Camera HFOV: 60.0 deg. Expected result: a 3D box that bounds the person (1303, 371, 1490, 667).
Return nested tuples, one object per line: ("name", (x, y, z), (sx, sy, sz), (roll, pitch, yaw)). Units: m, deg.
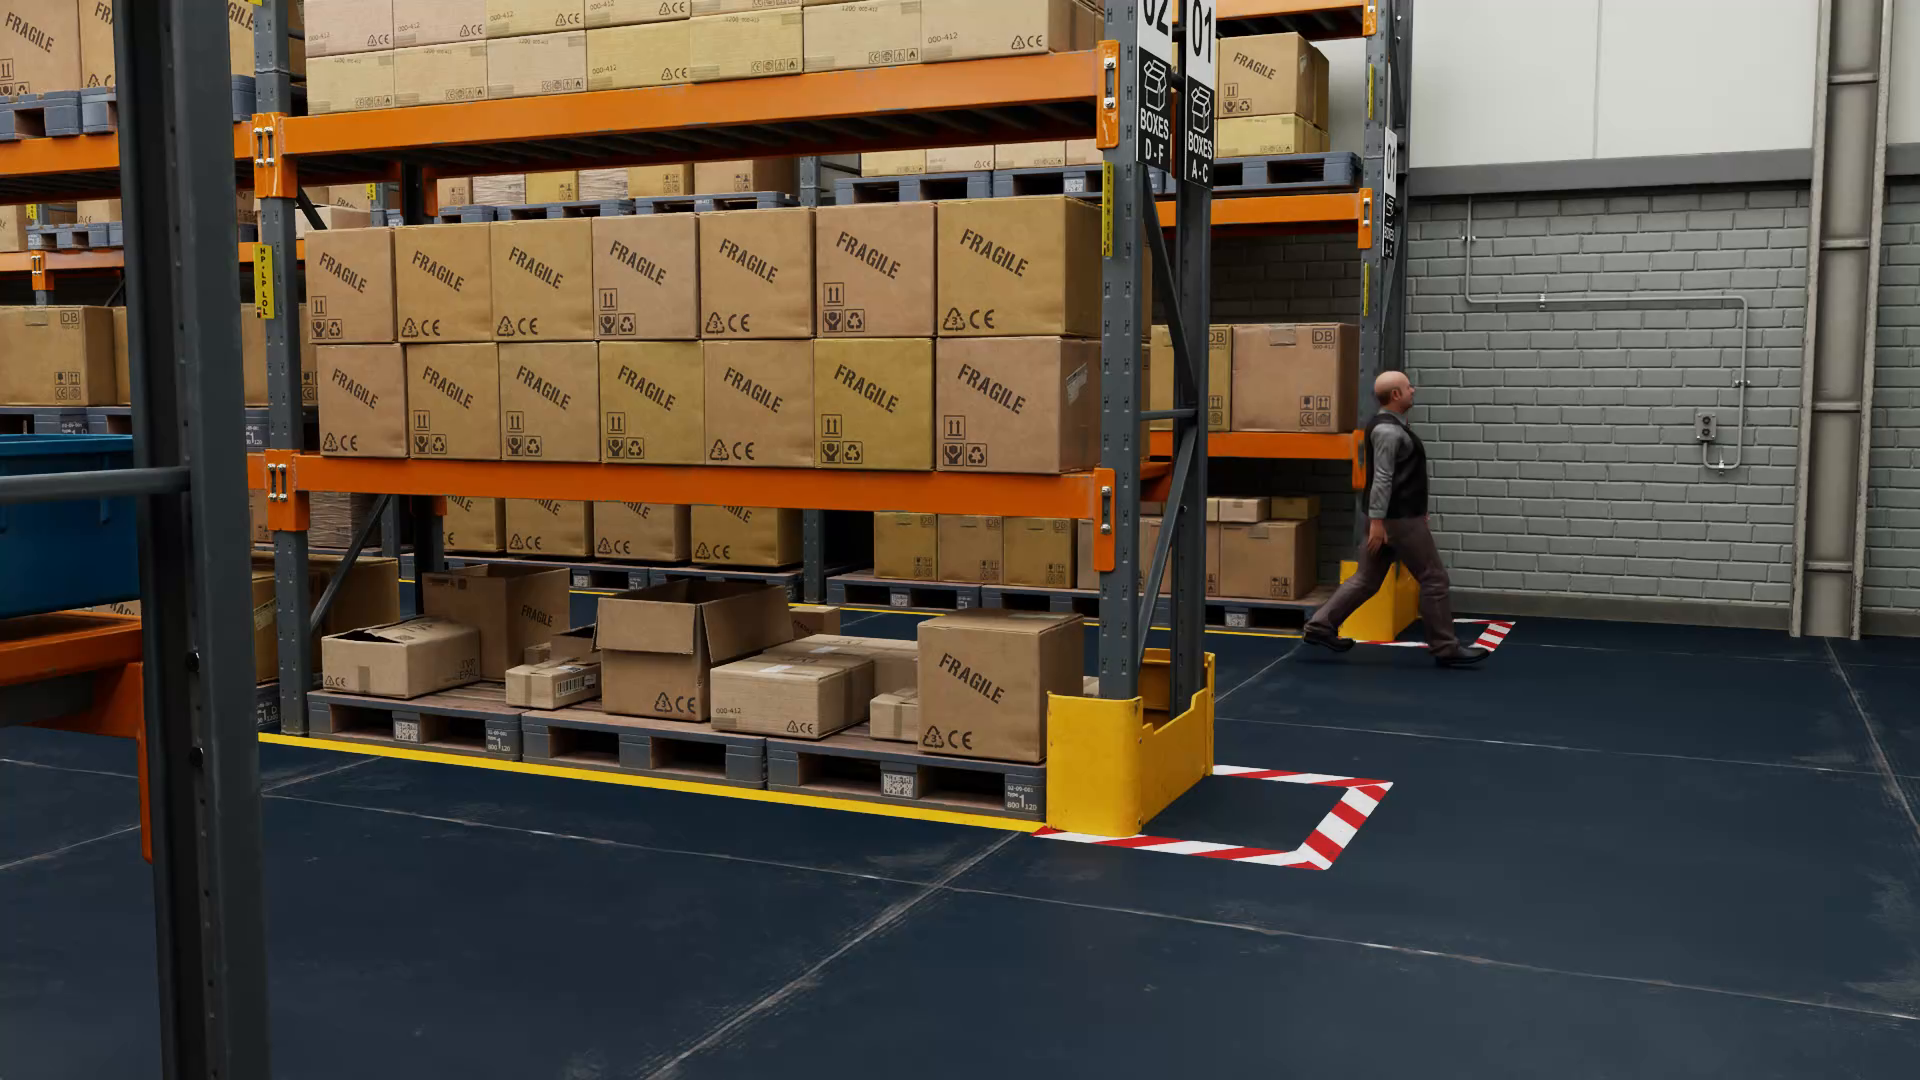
("person", (2.506, -0.124, 9.540), (1.021, 1.684, 0.550), (0, 6, 2))
